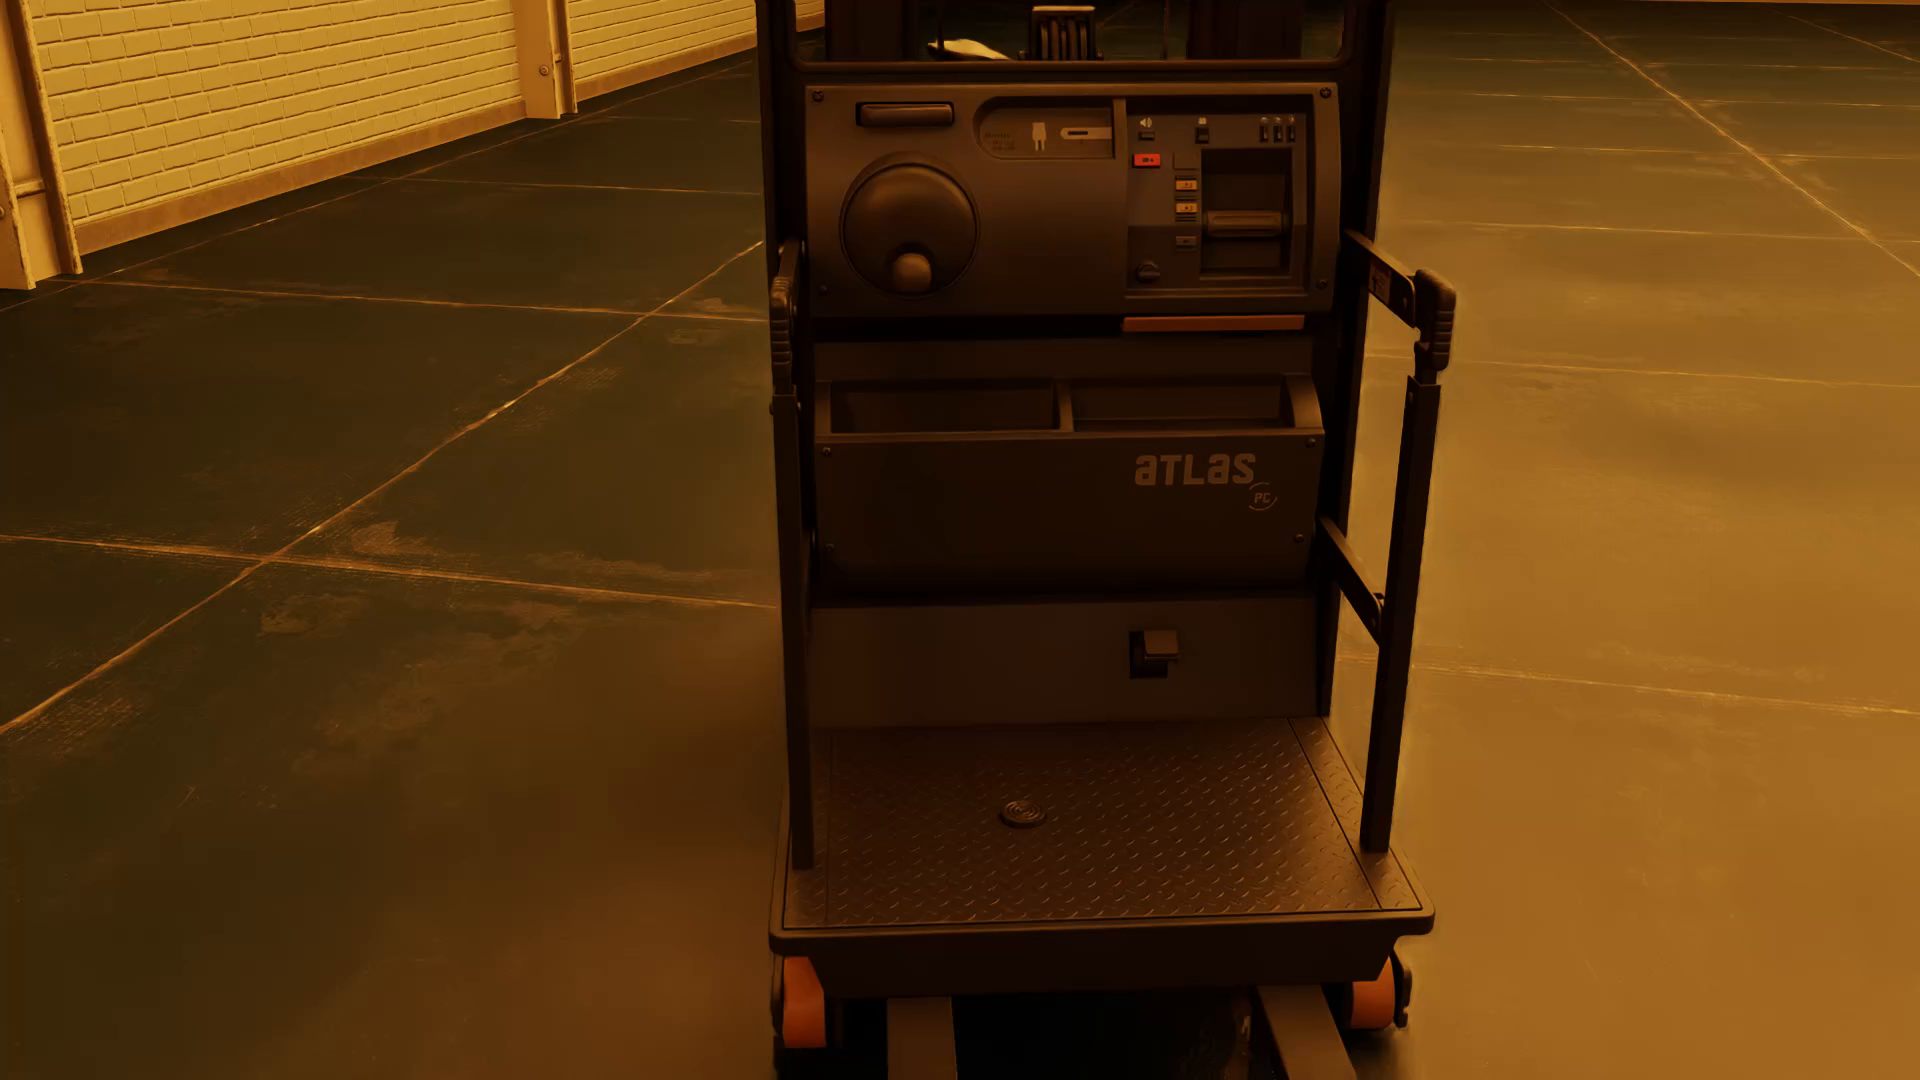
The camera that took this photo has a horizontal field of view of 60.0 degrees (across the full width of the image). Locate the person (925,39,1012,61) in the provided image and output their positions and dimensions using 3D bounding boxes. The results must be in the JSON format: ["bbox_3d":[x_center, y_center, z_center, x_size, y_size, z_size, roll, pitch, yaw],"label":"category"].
[{"bbox_3d":[-0.004,-0.820,5.213,0.906,1.470,0.710,7,23,17],"label":"person"}]

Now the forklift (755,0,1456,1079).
[{"bbox_3d":[0.211,-0.583,2.698,1.130,2.935,3.031,-1,22,-3],"label":"forklift"}]
